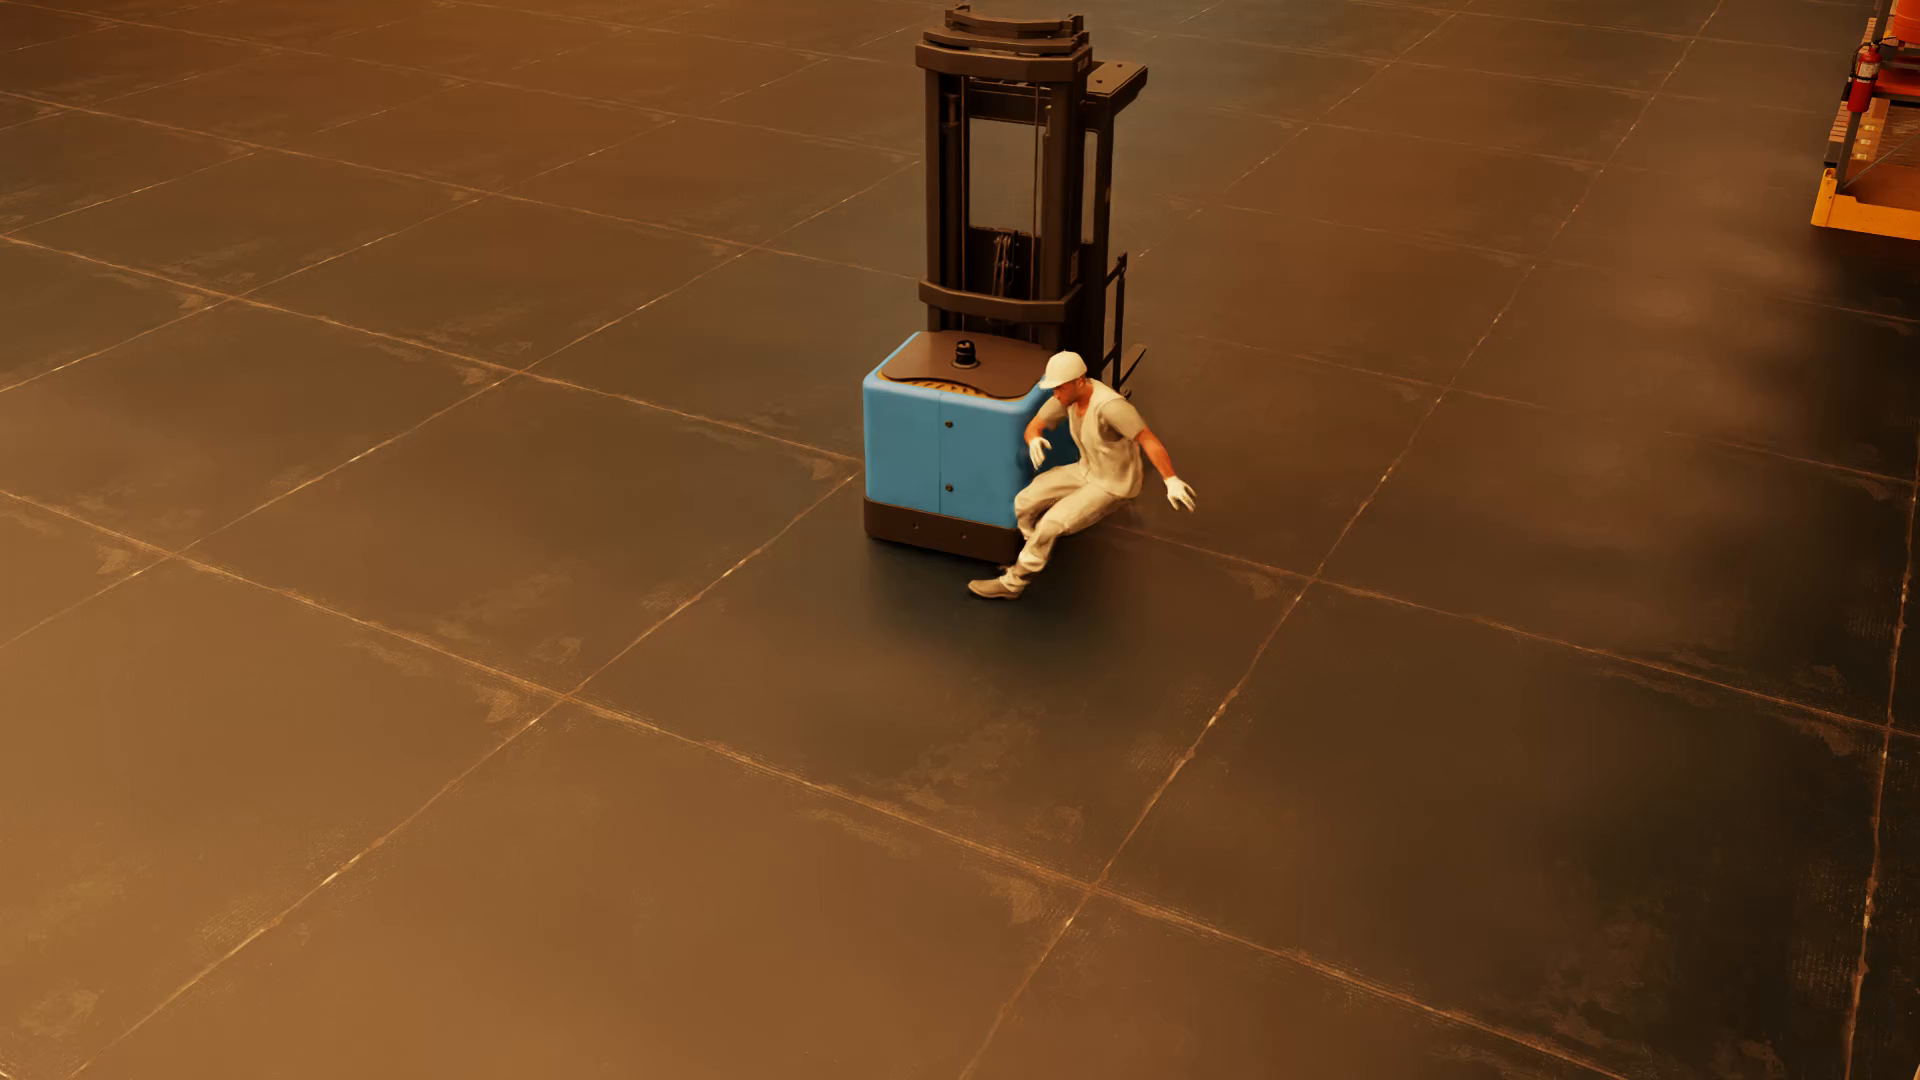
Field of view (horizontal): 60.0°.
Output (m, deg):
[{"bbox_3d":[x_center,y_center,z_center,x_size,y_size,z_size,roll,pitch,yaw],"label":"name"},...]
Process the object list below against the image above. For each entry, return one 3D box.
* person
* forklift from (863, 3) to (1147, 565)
[{"bbox_3d":[0.605,-0.263,9.051,0.964,1.497,1.084,-14,33,-22],"label":"person"},{"bbox_3d":[0.456,-1.844,10.265,1.130,2.935,3.031,12,32,19],"label":"forklift"}]
